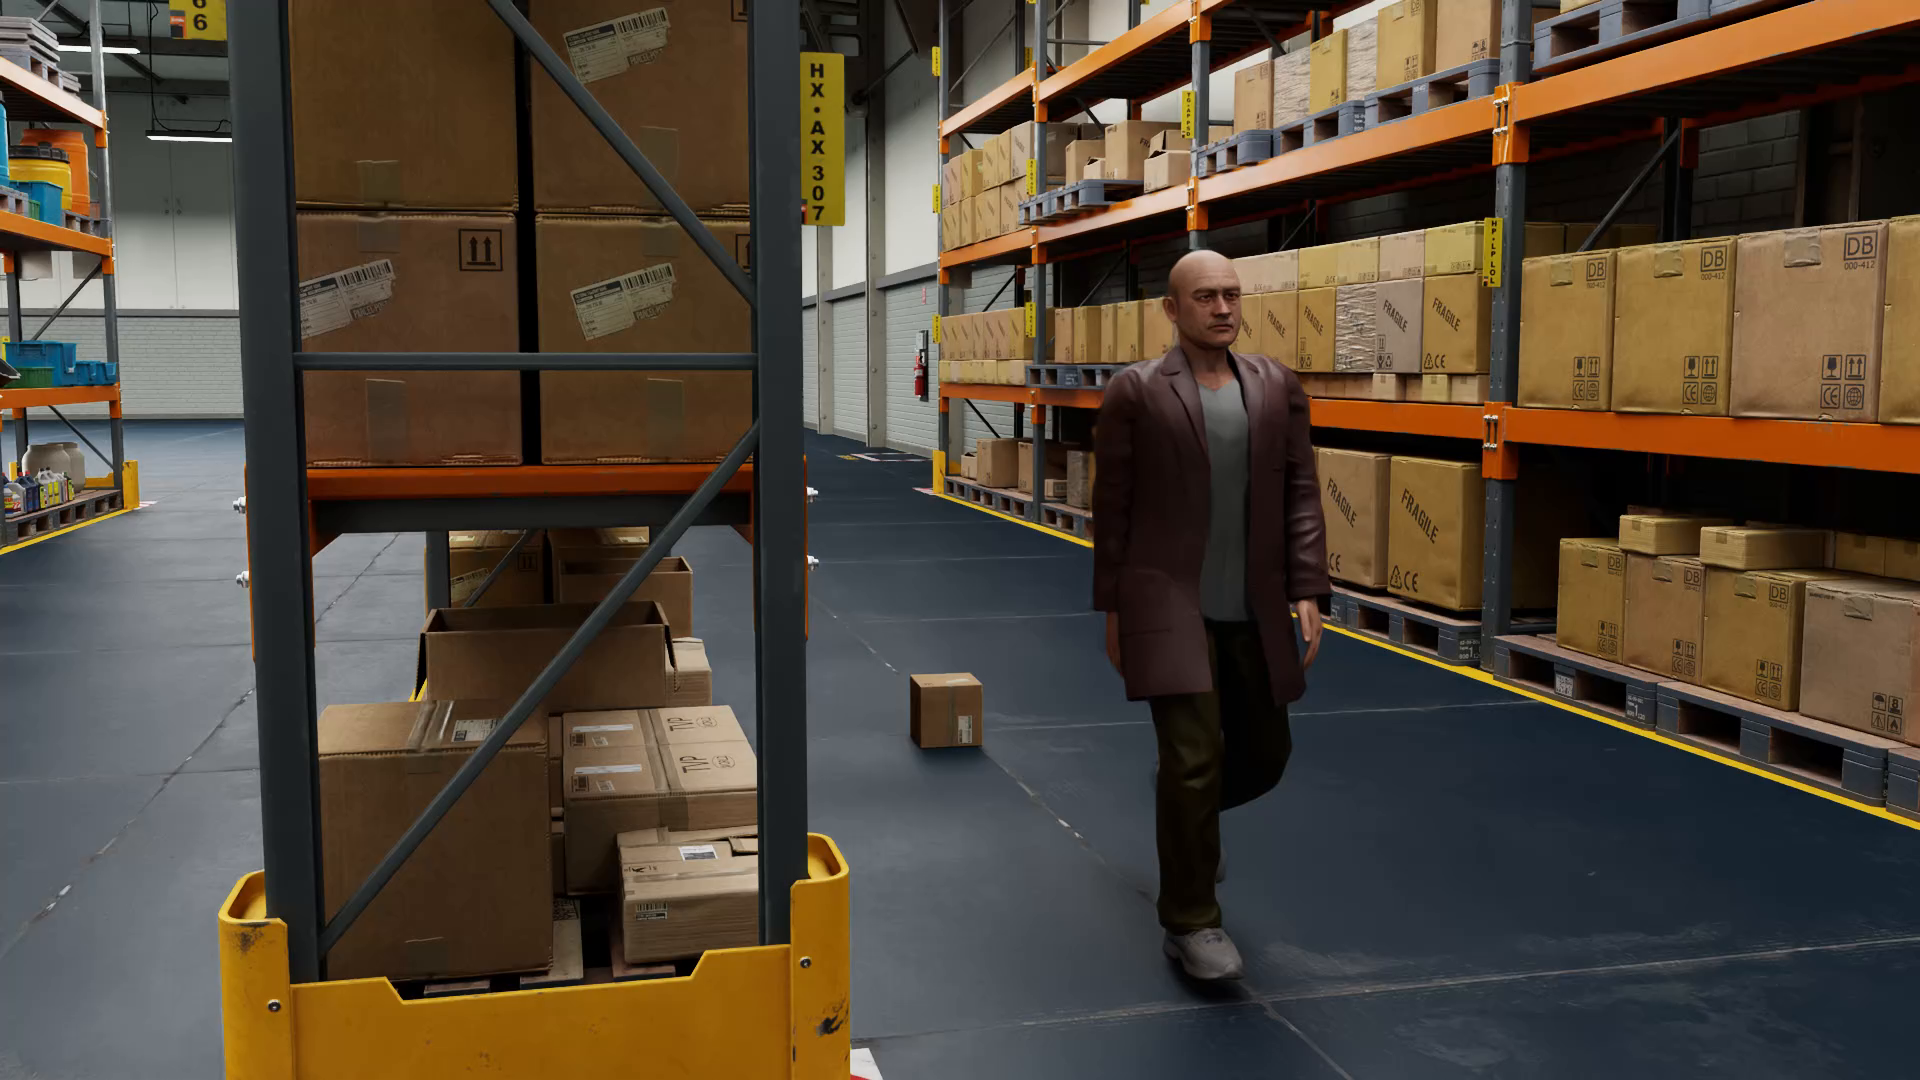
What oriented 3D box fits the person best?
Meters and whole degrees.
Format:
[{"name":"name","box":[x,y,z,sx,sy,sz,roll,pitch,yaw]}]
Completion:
[{"name":"person","box":[0.614,0.156,4.237,0.587,1.756,0.842,-1,6,-14]}]
